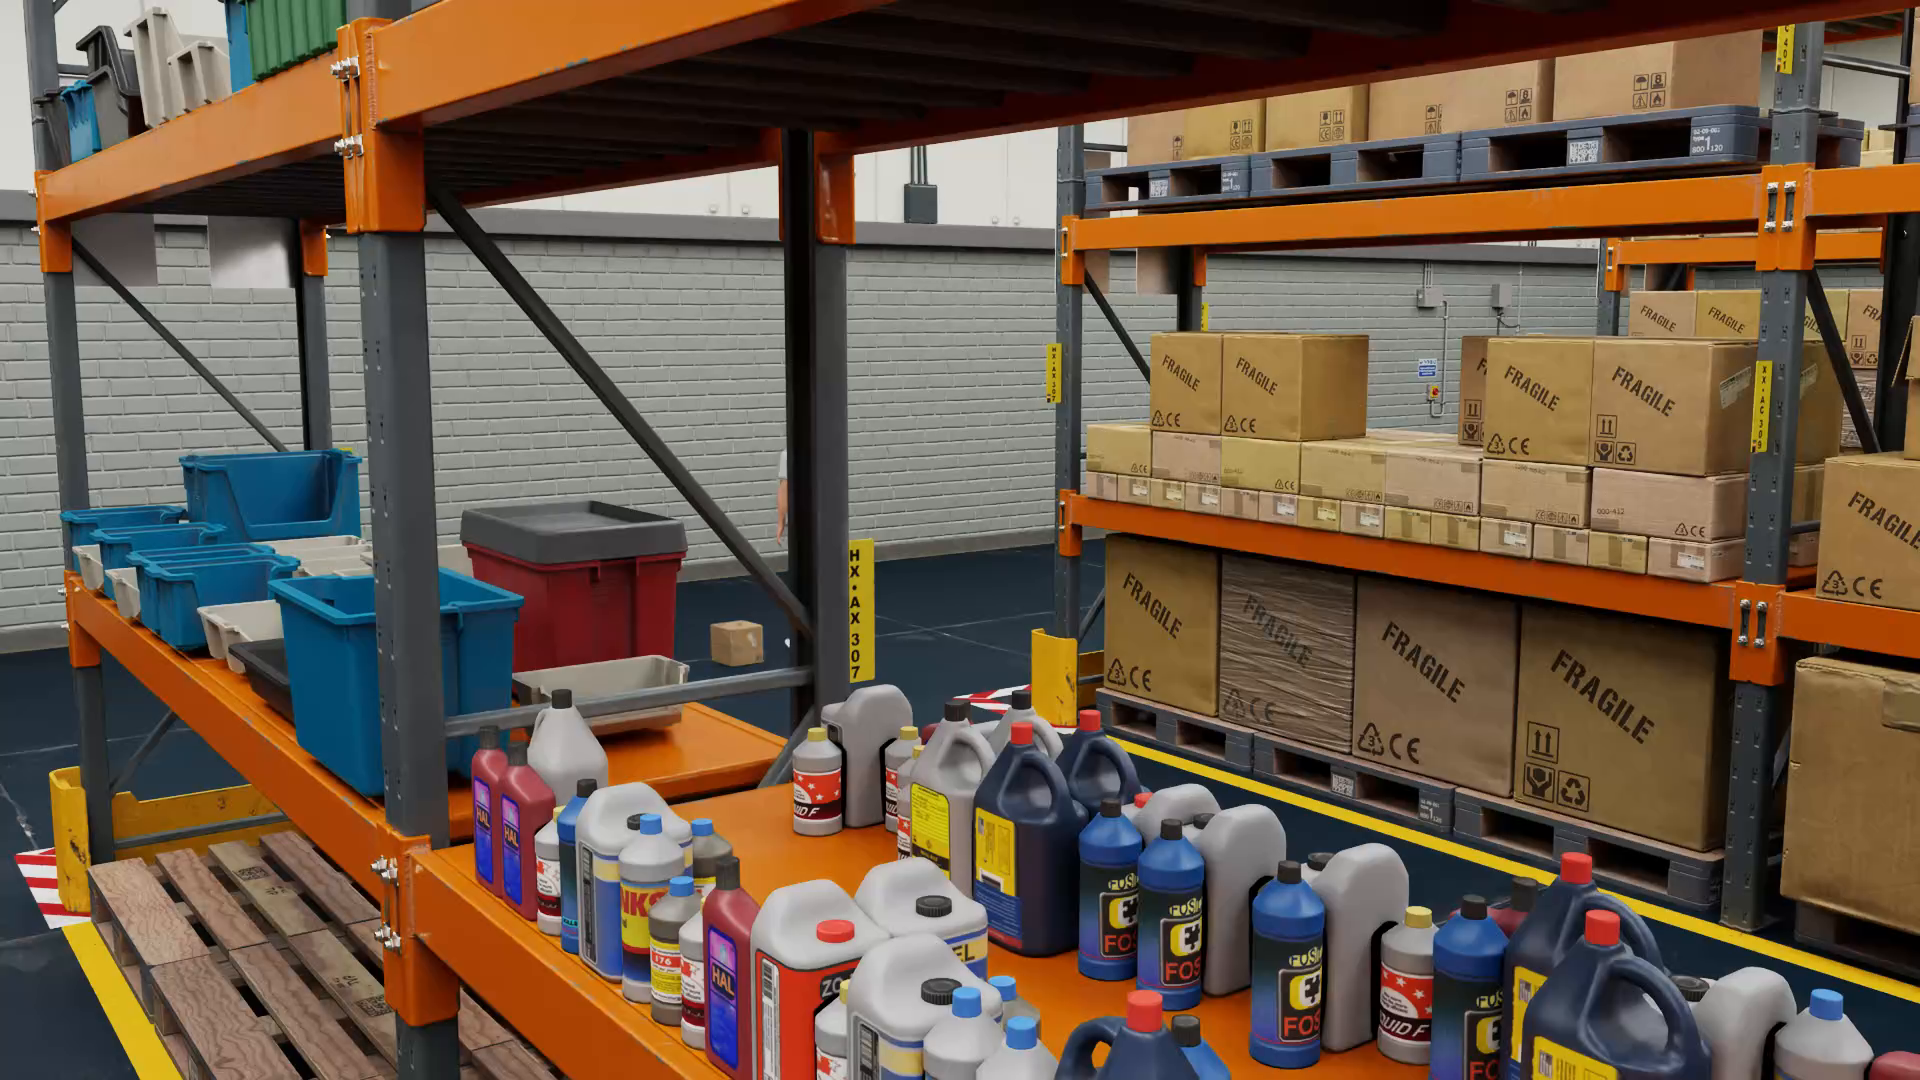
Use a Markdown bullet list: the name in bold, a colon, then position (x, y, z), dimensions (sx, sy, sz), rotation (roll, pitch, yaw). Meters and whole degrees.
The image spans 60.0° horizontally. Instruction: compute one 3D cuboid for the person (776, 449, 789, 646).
- **person**: position (-1.051, -0.090, 11.489), dimensions (0.499, 1.663, 0.596), rotation (-6, 10, -37)
